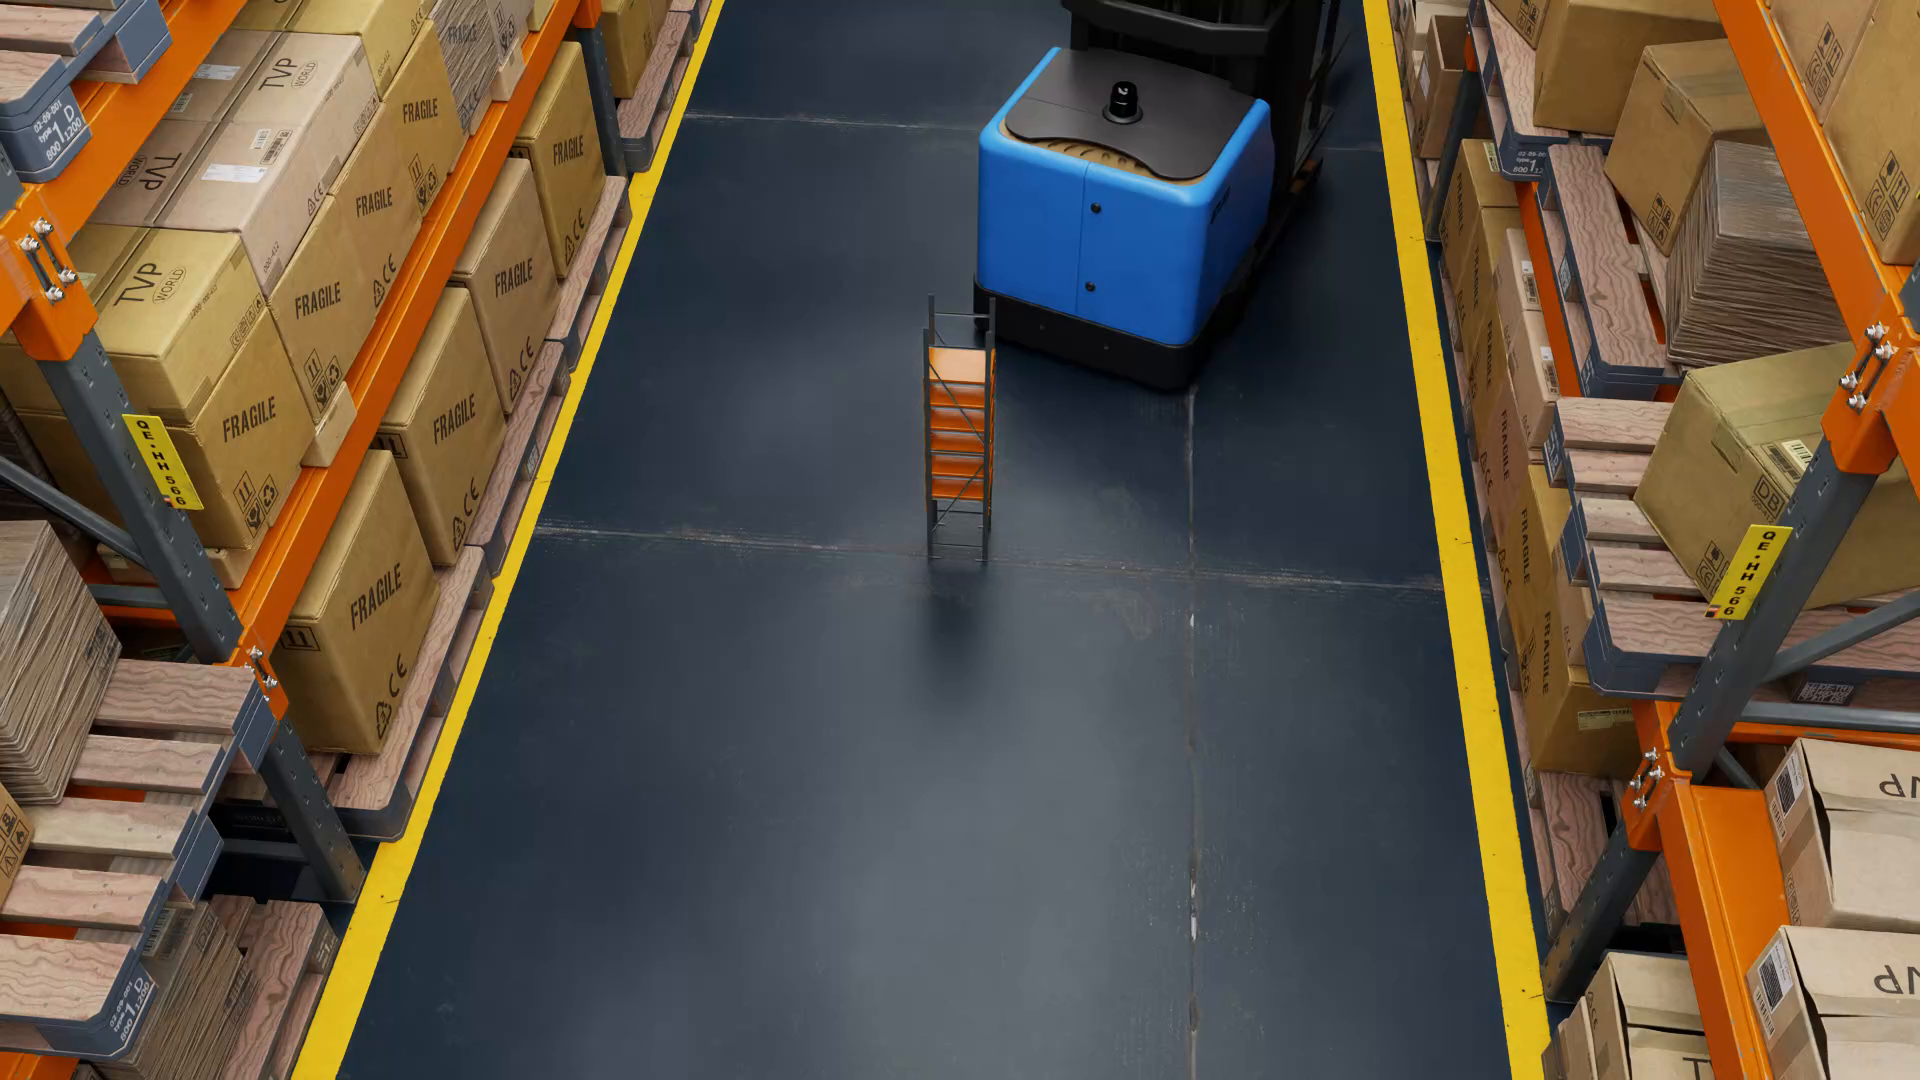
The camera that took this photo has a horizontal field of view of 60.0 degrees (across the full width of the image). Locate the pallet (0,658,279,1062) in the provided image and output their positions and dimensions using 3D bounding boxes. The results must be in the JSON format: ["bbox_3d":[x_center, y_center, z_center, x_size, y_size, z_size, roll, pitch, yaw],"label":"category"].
[{"bbox_3d":[-2.495,0.738,4.172,1.213,0.211,1.003,4,48,4],"label":"pallet"}]

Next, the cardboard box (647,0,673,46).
[{"bbox_3d":[-1.952,-3.006,8.876,0.700,0.500,0.500,3,48,3],"label":"cardboard box"}]

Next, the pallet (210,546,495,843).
[{"bbox_3d":[-2.389,0.510,6.141,1.003,0.211,1.213,4,48,4],"label":"pallet"}]

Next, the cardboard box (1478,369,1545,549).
[{"bbox_3d":[2.338,-0.301,6.388,0.500,0.500,0.500,2,48,2],"label":"cardboard box"}]

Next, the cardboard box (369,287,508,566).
[{"bbox_3d":[-2.252,-0.448,6.299,0.750,0.750,0.750,4,48,3],"label":"cardboard box"}]

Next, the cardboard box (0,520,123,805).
[{"bbox_3d":[-2.569,0.307,4.071,0.700,0.500,0.500,-1,48,-1],"label":"cardboard box"}]

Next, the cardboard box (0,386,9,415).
[{"bbox_3d":[-2.753,-0.602,4.477,0.500,0.250,0.500,5,48,5],"label":"cardboard box"}]

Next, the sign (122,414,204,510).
[{"bbox_3d":[-1.995,-0.192,4.161,0.100,0.325,0.005,4,48,4],"label":"sign"}]

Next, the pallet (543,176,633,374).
[{"bbox_3d":[-2.167,-1.283,7.781,1.003,0.211,1.213,4,48,4],"label":"pallet"}]

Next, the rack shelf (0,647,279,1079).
[{"bbox_3d":[-2.719,1.855,3.508,1.077,0.370,4.000,4,48,4],"label":"rack shelf"}]

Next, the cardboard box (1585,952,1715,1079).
[{"bbox_3d":[2.057,1.435,4.603,0.500,0.311,0.500,5,48,5],"label":"cardboard box"}]

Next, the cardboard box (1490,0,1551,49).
[{"bbox_3d":[2.496,-2.308,6.476,0.700,0.500,0.500,-11,48,-10],"label":"cardboard box"}]

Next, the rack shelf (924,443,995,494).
[{"bbox_3d":[-0.001,-0.283,6.419,0.258,0.103,0.180,4,48,4],"label":"rack shelf"}]

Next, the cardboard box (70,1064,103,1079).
[{"bbox_3d":[-2.713,1.741,4.520,0.700,0.500,0.500,4,48,3],"label":"cardboard box"}]

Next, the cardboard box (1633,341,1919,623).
[{"bbox_3d":[2.342,-0.173,4.523,0.700,0.500,0.500,-11,48,-10],"label":"cardboard box"}]

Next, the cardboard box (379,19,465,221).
[{"bbox_3d":[-2.094,-1.470,5.779,0.500,0.500,0.500,5,48,5],"label":"cardboard box"}]

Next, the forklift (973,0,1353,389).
[{"bbox_3d":[1.162,-2.744,7.274,1.130,2.935,3.031,20,51,17],"label":"forklift"}]

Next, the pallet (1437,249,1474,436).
[{"bbox_3d":[2.725,-0.925,7.453,1.003,0.211,1.213,4,48,4],"label":"pallet"}]

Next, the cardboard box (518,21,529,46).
[{"bbox_3d":[-1.989,-2.077,6.773,0.380,0.149,0.250,5,48,5],"label":"cardboard box"}]

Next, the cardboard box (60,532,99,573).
[{"bbox_3d":[-2.762,-0.036,4.906,0.380,0.149,0.250,5,48,4],"label":"cardboard box"}]

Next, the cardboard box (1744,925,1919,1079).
[{"bbox_3d":[2.123,1.148,3.728,0.500,0.311,0.500,3,48,3],"label":"cardboard box"}]

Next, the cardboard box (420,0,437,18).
[{"bbox_3d":[-2.062,-2.080,5.829,0.500,0.250,0.500,5,48,4],"label":"cardboard box"}]

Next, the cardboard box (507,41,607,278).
[{"bbox_3d":[-2.102,-1.726,7.468,0.750,0.750,0.750,4,48,4],"label":"cardboard box"}]

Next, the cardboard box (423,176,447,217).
[{"bbox_3d":[-2.116,-1.326,6.087,0.380,0.149,0.250,5,48,5],"label":"cardboard box"}]

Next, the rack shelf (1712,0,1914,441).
[{"bbox_3d":[2.579,-1.766,4.787,1.077,0.370,4.000,4,48,4],"label":"rack shelf"}]

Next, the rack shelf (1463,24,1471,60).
[{"bbox_3d":[2.944,-3.693,8.582,1.077,0.370,4.000,4,48,4],"label":"rack shelf"}]

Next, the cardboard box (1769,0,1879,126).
[{"bbox_3d":[2.450,-1.270,3.779,0.910,0.500,0.500,4,48,4],"label":"cardboard box"}]

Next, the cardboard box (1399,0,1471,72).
[{"bbox_3d":[2.599,-2.696,8.707,0.500,0.311,0.500,4,48,4],"label":"cardboard box"}]

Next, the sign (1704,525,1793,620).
[{"bbox_3d":[1.856,0.080,3.913,0.100,0.325,0.005,4,48,4],"label":"sign"}]

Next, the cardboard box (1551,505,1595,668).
[{"bbox_3d":[2.250,0.171,5.449,0.500,0.250,0.500,6,48,5],"label":"cardboard box"}]

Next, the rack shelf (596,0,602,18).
[{"bbox_3d":[-1.989,-4.023,8.885,1.077,0.370,4.000,4,48,4],"label":"rack shelf"}]

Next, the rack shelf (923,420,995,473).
[{"bbox_3d":[-0.001,-0.364,6.330,0.258,0.103,0.180,4,48,4],"label":"rack shelf"}]

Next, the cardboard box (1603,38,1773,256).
[{"bbox_3d":[2.662,-1.339,5.590,0.700,0.500,0.500,-7,48,-6],"label":"cardboard box"}]

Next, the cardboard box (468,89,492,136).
[{"bbox_3d":[-2.043,-1.703,6.432,0.380,0.149,0.250,4,48,4],"label":"cardboard box"}]

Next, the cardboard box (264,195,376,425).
[{"bbox_3d":[-2.180,-0.722,5.095,0.500,0.500,0.500,5,48,5],"label":"cardboard box"}]

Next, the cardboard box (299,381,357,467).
[{"bbox_3d":[-2.135,-0.380,5.221,0.380,0.149,0.250,5,48,5],"label":"cardboard box"}]

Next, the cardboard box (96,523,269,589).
[{"bbox_3d":[-2.276,-0.005,4.879,0.380,0.149,0.250,3,48,3],"label":"cardboard box"}]

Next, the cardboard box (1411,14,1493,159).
[{"bbox_3d":[2.531,-2.209,8.133,0.500,0.500,0.500,4,48,4],"label":"cardboard box"}]

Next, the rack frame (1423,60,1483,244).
[{"bbox_3d":[2.762,-2.466,6.973,1.000,3.000,0.127,4,48,4],"label":"rack frame"}]

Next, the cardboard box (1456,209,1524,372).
[{"bbox_3d":[2.437,-1.039,7.063,0.500,0.500,0.500,4,48,4],"label":"cardboard box"}]

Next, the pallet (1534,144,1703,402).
[{"bbox_3d":[2.570,-0.891,5.662,1.003,0.211,1.213,4,48,4],"label":"pallet"}]

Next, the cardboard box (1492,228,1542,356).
[{"bbox_3d":[2.384,-0.950,6.474,0.500,0.250,0.500,4,48,4],"label":"cardboard box"}]

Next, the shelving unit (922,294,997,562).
[{"bbox_3d":[-0.001,-0.394,6.298,0.258,1.200,0.189,4,48,4],"label":"shelving unit"}]

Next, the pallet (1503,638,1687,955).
[{"bbox_3d":[2.503,0.868,5.813,1.003,0.211,1.213,4,48,4],"label":"pallet"}]

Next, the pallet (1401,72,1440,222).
[{"bbox_3d":[2.825,-2.029,8.463,1.003,0.211,1.213,4,48,4],"label":"pallet"}]

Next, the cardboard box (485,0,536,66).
[{"bbox_3d":[-1.999,-2.206,6.452,0.500,0.500,0.500,4,48,4],"label":"cardboard box"}]

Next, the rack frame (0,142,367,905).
[{"bbox_3d":[-2.536,0.143,4.587,1.000,3.000,0.127,4,48,4],"label":"rack frame"}]

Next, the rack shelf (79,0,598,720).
[{"bbox_3d":[-2.354,-1.084,6.196,1.077,0.370,4.000,4,48,4],"label":"rack shelf"}]

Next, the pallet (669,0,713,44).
[{"bbox_3d":[-1.916,-3.308,9.632,1.003,0.211,1.213,4,48,4],"label":"pallet"}]

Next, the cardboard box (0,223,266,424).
[{"bbox_3d":[-2.235,-0.589,4.464,0.500,0.250,0.500,5,48,4],"label":"cardboard box"}]

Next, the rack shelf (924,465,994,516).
[{"bbox_3d":[-0.001,-0.202,6.507,0.258,0.103,0.180,4,48,4],"label":"rack shelf"}]

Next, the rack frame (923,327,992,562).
[{"bbox_3d":[-0.010,-0.327,6.236,0.240,1.200,0.006,4,48,4],"label":"rack frame"}]

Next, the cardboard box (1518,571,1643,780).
[{"bbox_3d":[2.249,0.465,5.687,0.500,0.500,0.500,6,48,5],"label":"cardboard box"}]
